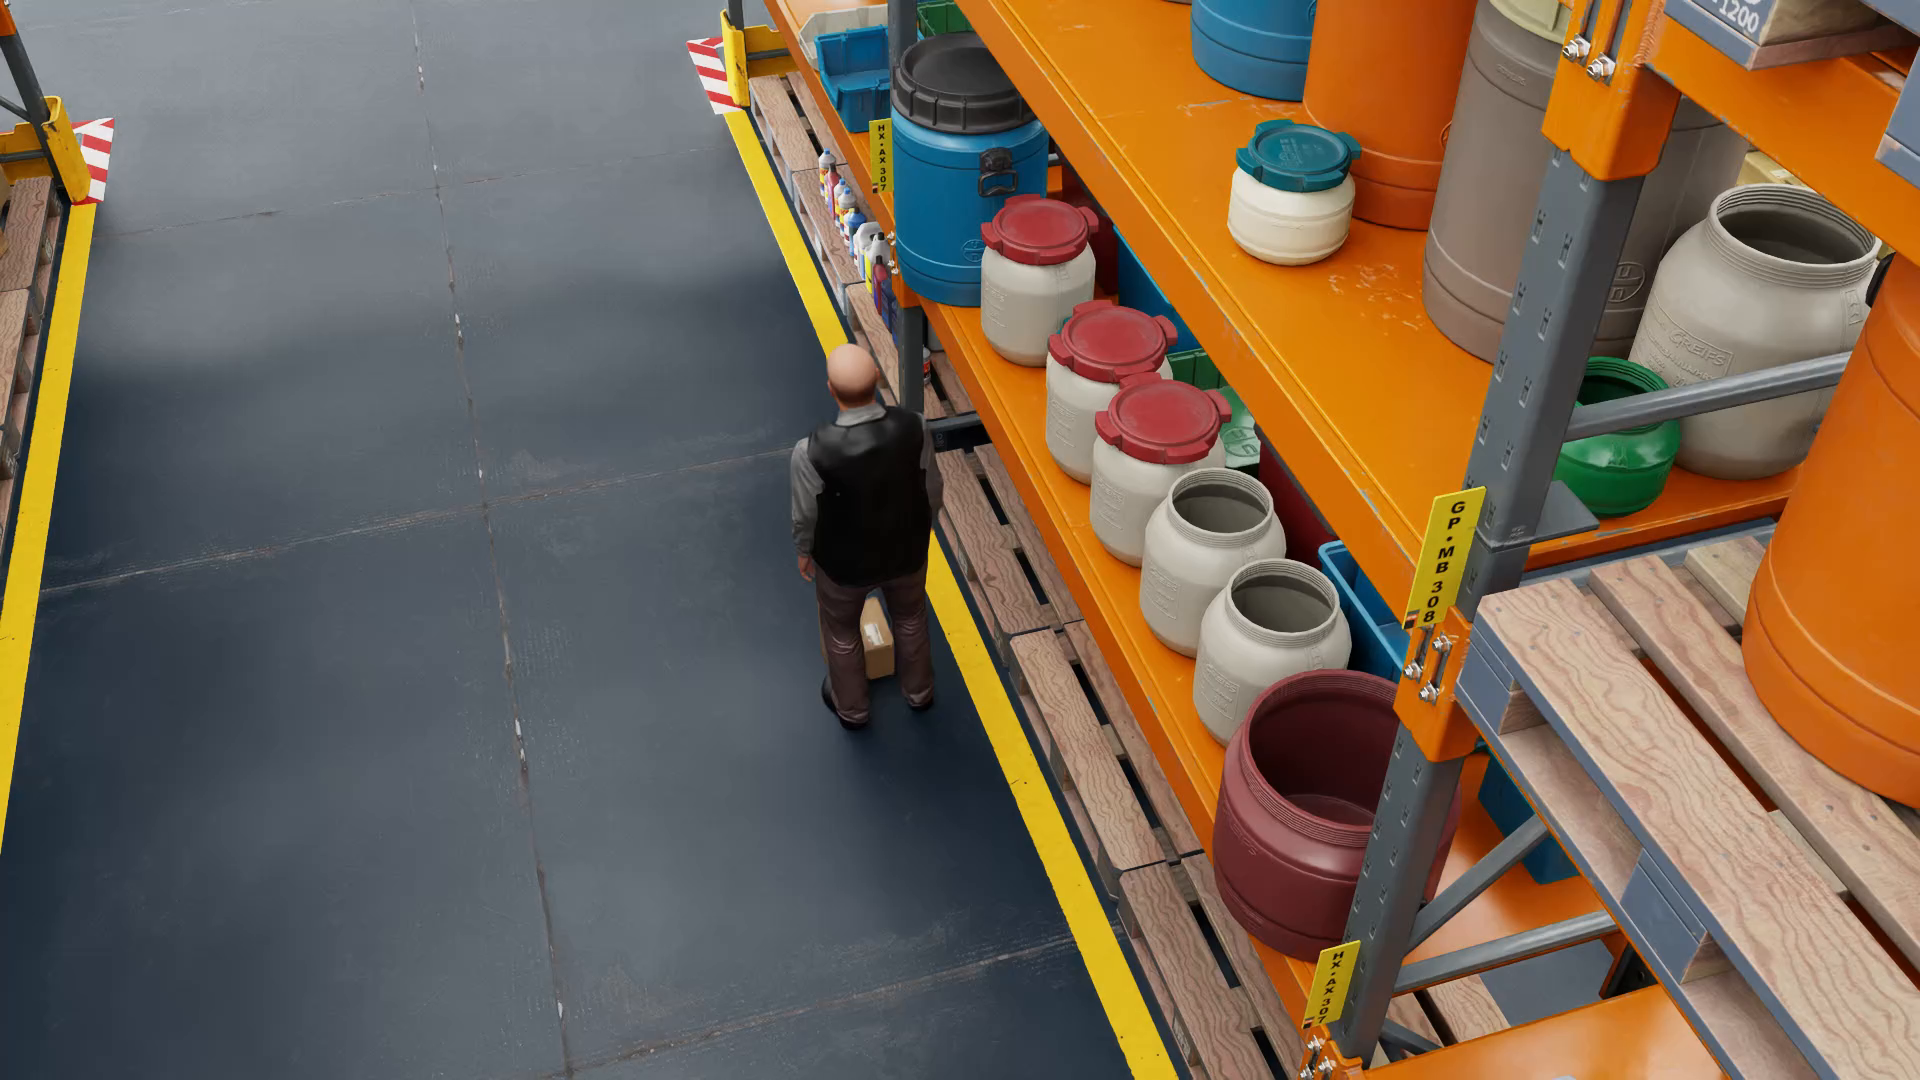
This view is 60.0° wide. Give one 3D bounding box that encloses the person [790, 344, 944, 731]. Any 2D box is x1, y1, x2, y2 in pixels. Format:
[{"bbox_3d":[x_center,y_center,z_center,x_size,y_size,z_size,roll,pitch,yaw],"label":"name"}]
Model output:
[{"bbox_3d":[-0.333,0.040,6.133,0.570,1.721,0.418,-13,44,-14],"label":"person"}]
